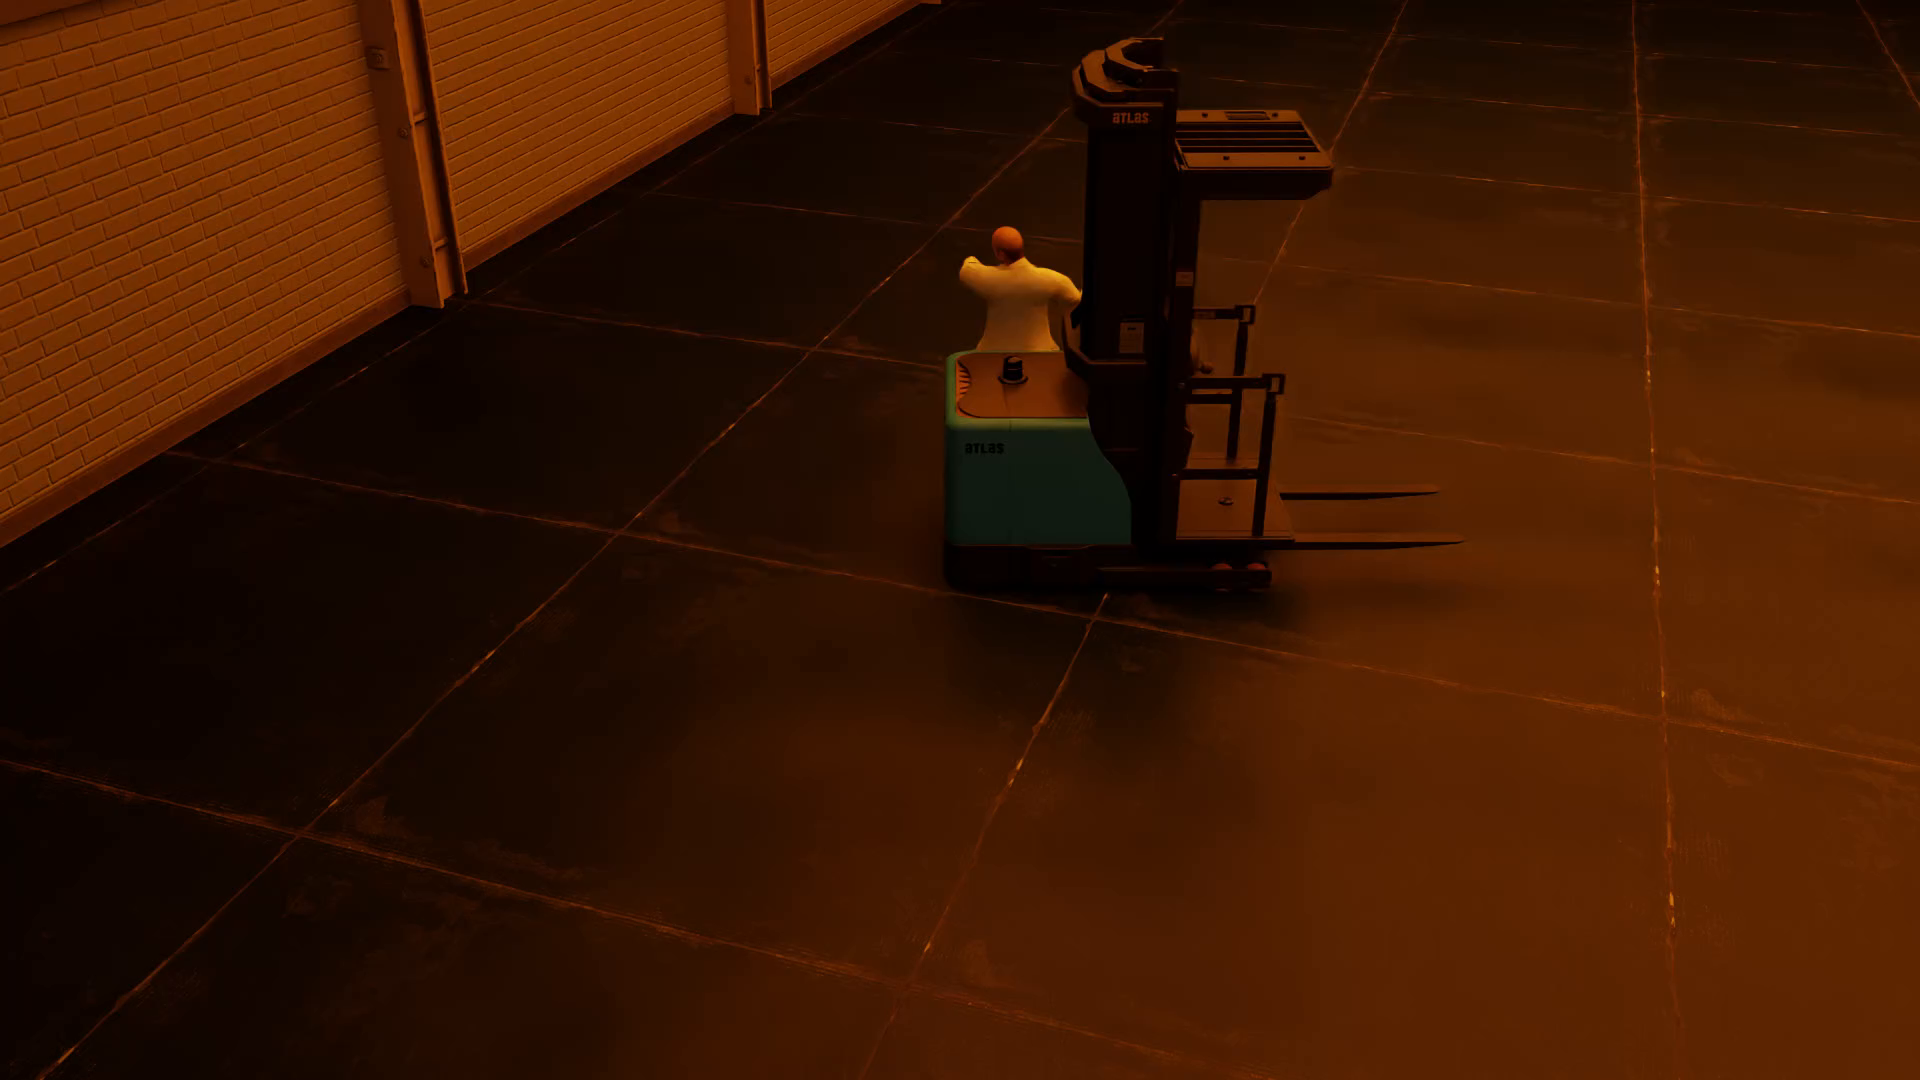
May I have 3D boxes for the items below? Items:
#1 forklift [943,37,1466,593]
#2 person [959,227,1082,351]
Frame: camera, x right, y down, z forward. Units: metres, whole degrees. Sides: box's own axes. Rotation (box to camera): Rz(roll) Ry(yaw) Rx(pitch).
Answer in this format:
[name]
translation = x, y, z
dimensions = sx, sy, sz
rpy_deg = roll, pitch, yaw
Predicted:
[forklift]
translation = 1.416, -1.235, 9.303
dimensions = 3.031, 2.935, 1.130
rpy_deg = 0, 30, 0
[person]
translation = 0.454, -1.276, 10.768
dimensions = 0.938, 1.707, 0.916
rpy_deg = 2, 30, 3
